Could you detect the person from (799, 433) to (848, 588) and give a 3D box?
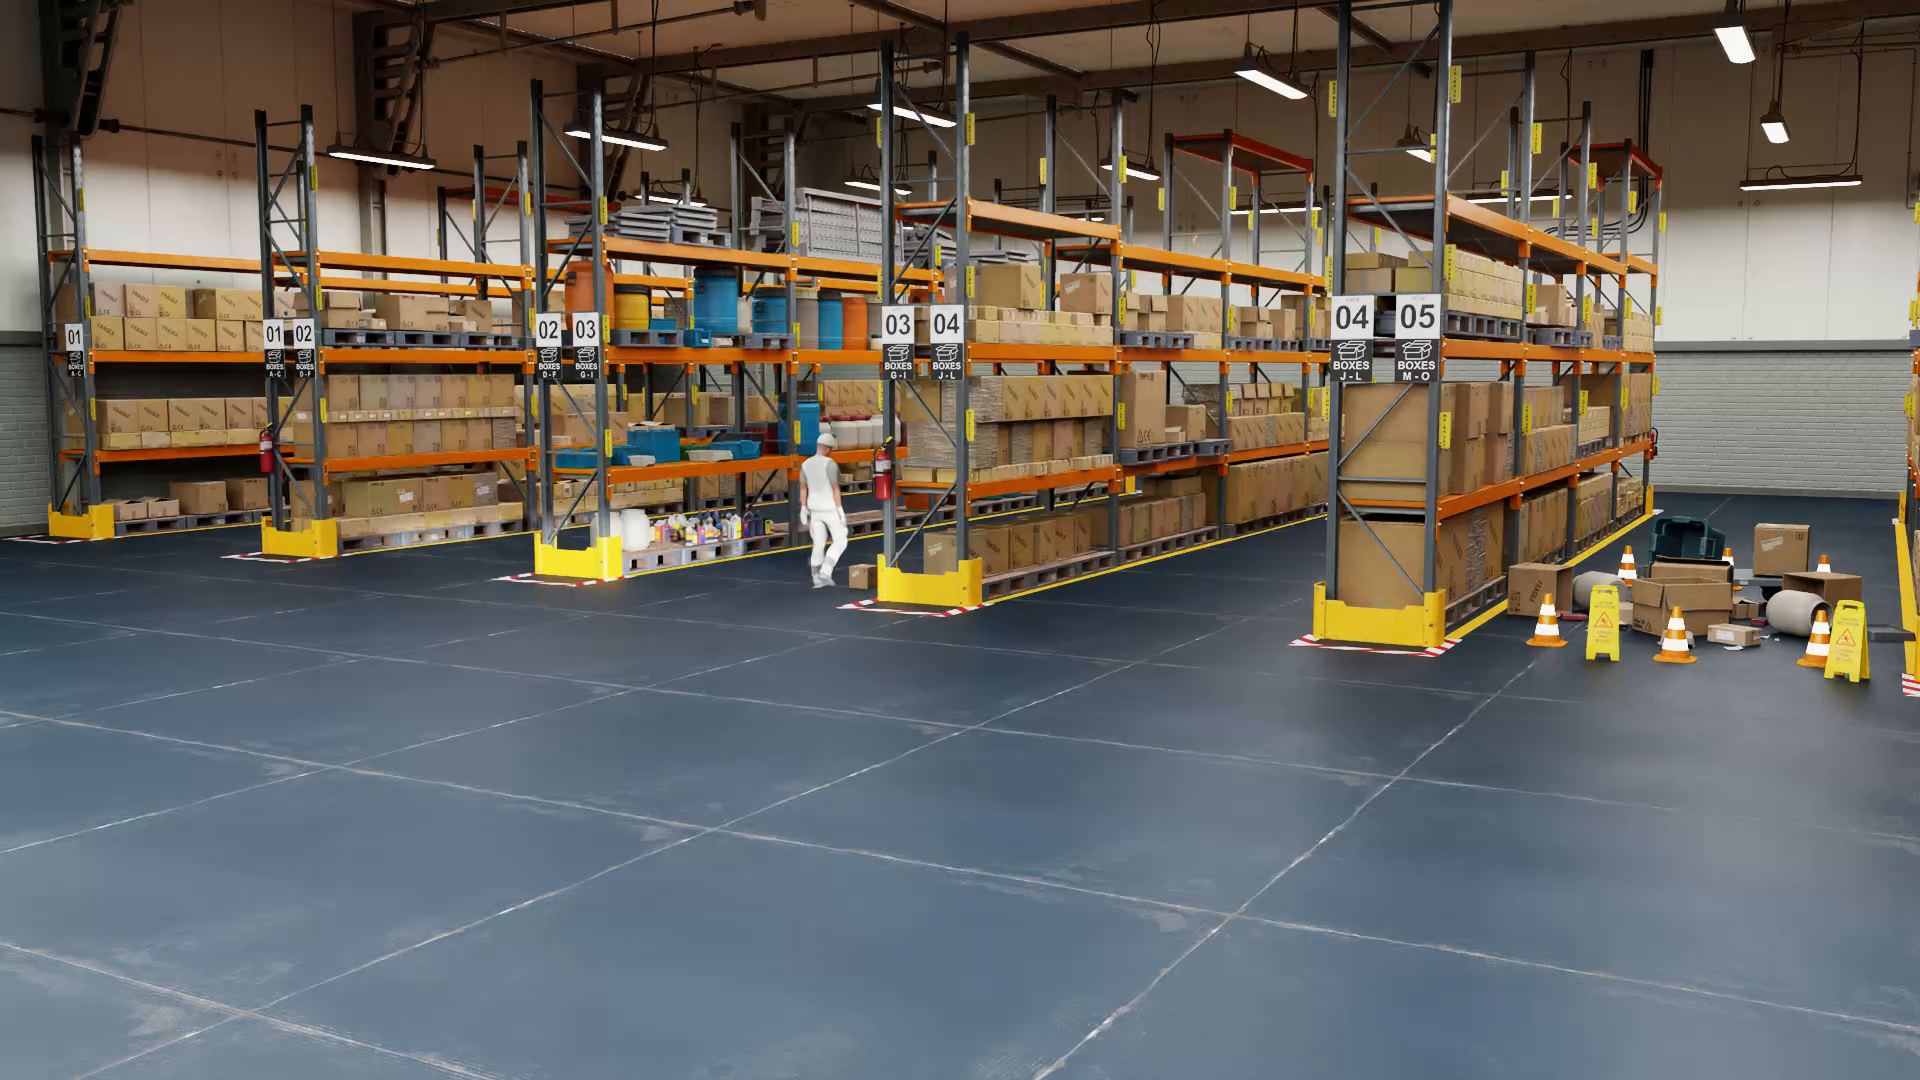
[{"bbox_3d":[-1.551,-0.327,19.004,0.648,1.782,0.558,4,7,35],"label":"person"}]
